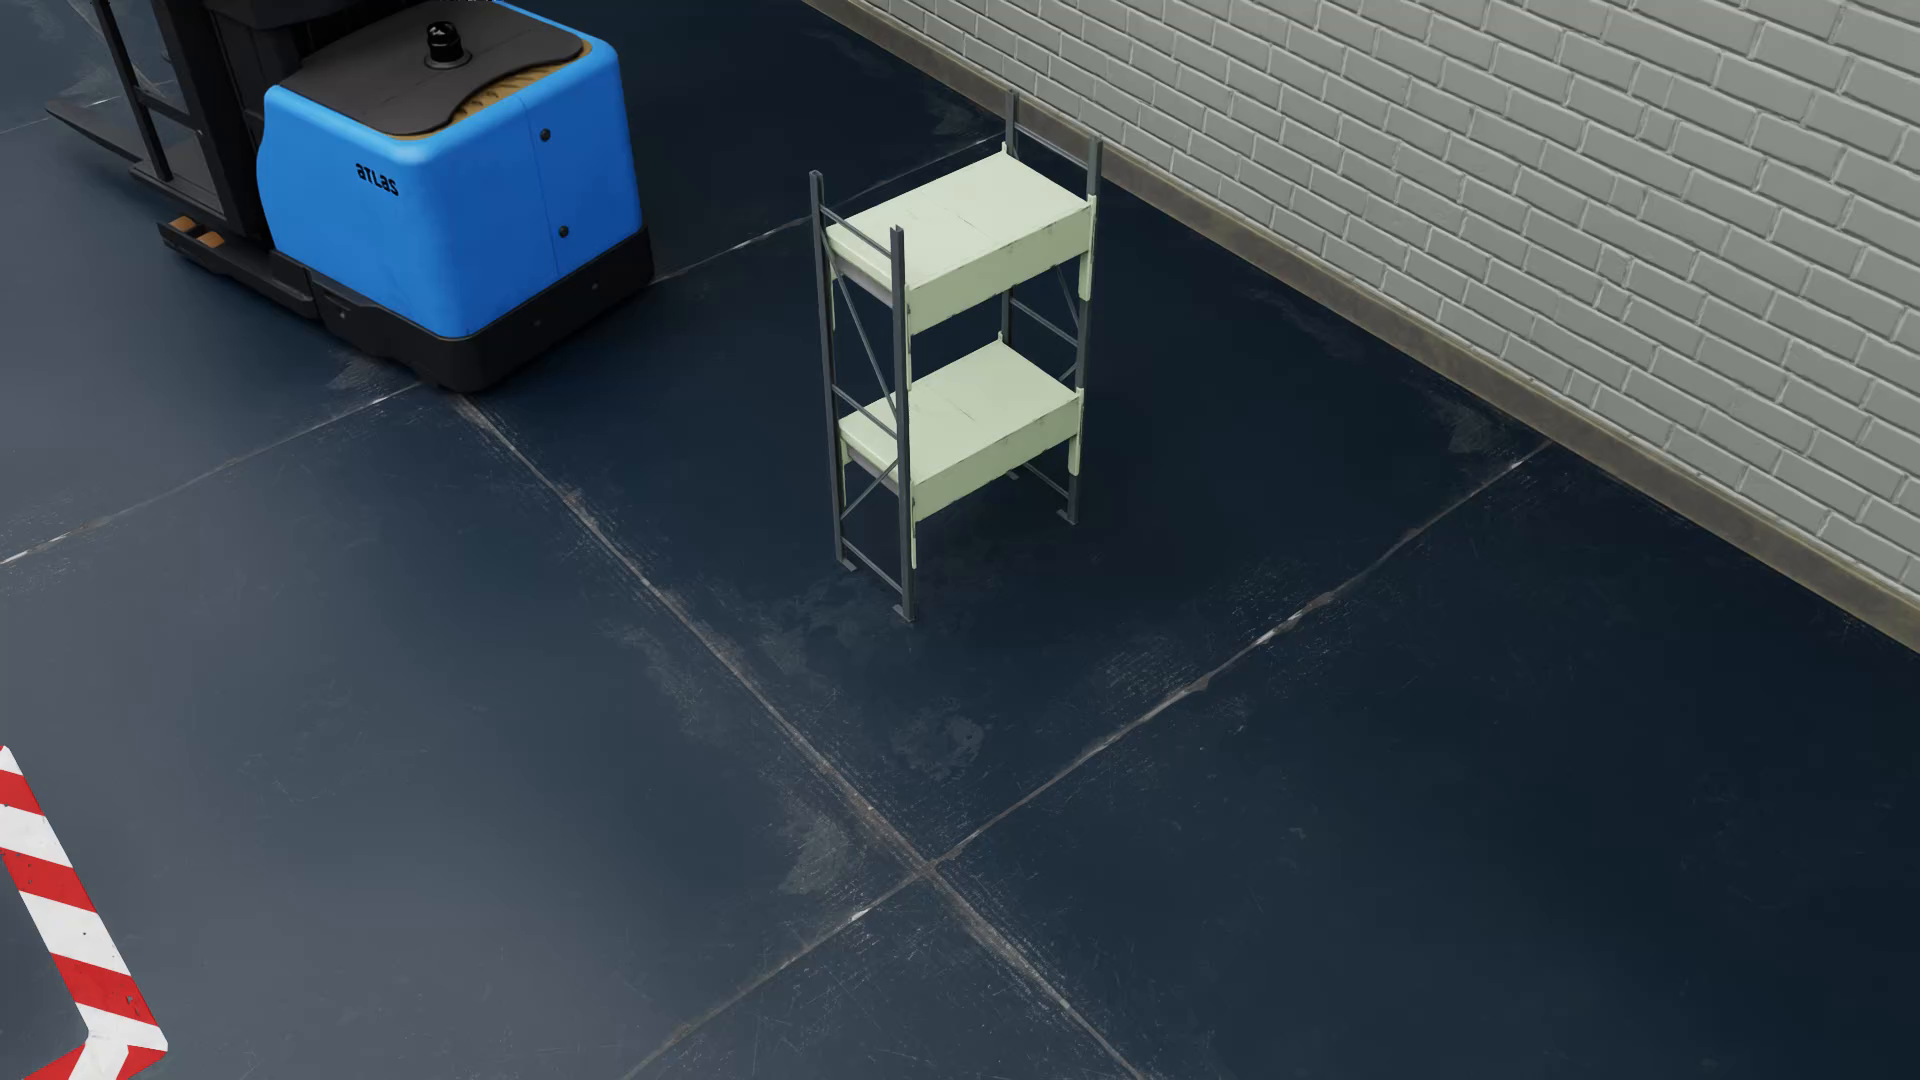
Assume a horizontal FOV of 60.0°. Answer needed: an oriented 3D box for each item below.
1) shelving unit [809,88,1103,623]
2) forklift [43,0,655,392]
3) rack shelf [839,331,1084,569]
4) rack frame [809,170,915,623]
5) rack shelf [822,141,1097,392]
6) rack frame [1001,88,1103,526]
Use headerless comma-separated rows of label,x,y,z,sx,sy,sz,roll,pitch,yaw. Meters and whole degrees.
shelving unit,-0.005,-0.544,5.233,0.755,1.500,0.431,-30,51,-28
forklift,-2.737,-2.446,6.214,3.031,2.935,1.130,27,49,26
rack shelf,-0.005,-0.306,5.457,0.720,0.370,0.431,-30,51,-28
rack frame,-0.286,-0.383,5.062,0.023,1.500,0.400,-30,51,-28
rack shelf,-0.005,-0.828,4.966,0.720,0.370,0.431,-30,51,-28
rack frame,0.276,-0.705,5.405,0.023,1.500,0.400,-30,51,-28
